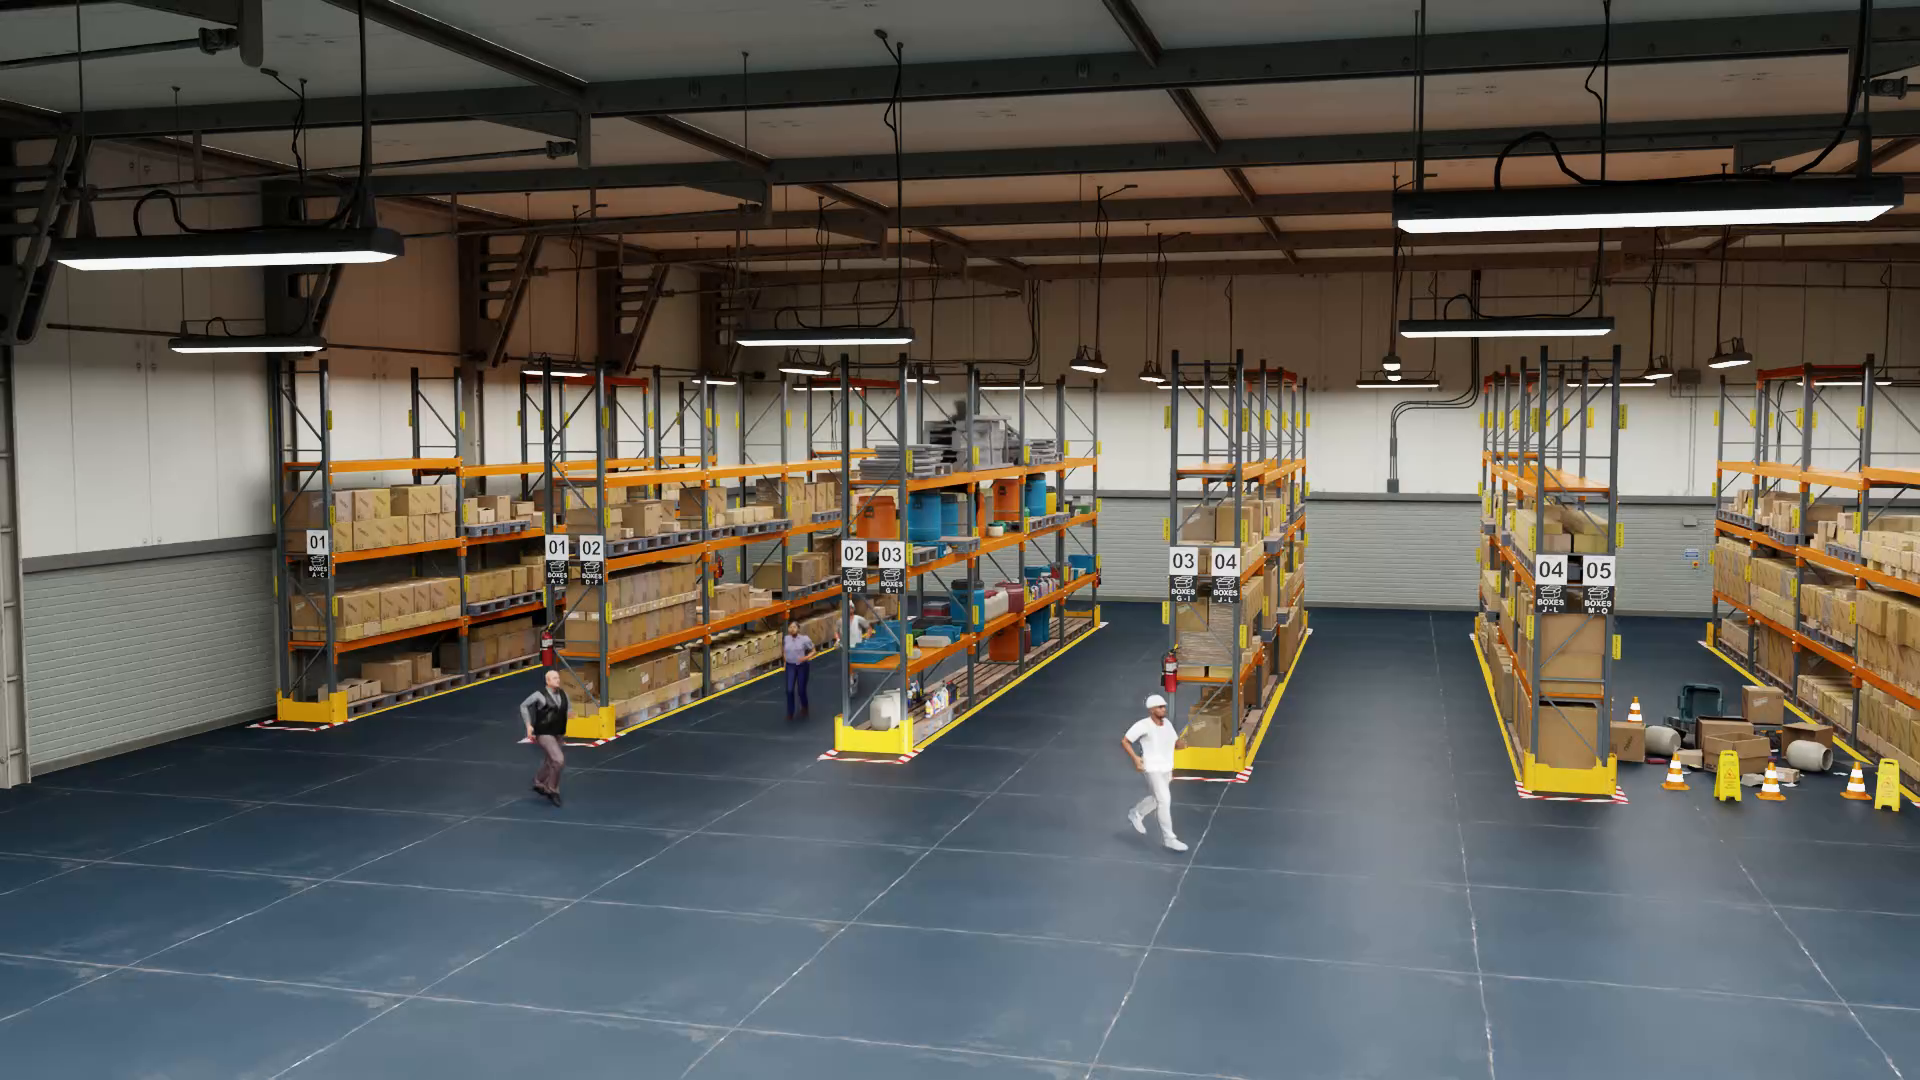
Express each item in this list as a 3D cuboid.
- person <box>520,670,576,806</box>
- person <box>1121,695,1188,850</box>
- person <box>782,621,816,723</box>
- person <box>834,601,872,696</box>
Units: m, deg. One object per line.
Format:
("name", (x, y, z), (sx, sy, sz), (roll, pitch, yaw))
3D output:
("person", (-5.341, 2.586, 21.746), (0.833, 1.772, 0.620), (3, 5, 32))
("person", (2.316, 2.691, 19.539), (0.703, 1.747, 0.991), (-4, 6, -44))
("person", (-2.692, 2.205, 27.858), (0.612, 1.709, 0.721), (1, 4, 9))
("person", (-1.971, 1.968, 29.978), (0.673, 1.739, 0.592), (1, 4, 13))
